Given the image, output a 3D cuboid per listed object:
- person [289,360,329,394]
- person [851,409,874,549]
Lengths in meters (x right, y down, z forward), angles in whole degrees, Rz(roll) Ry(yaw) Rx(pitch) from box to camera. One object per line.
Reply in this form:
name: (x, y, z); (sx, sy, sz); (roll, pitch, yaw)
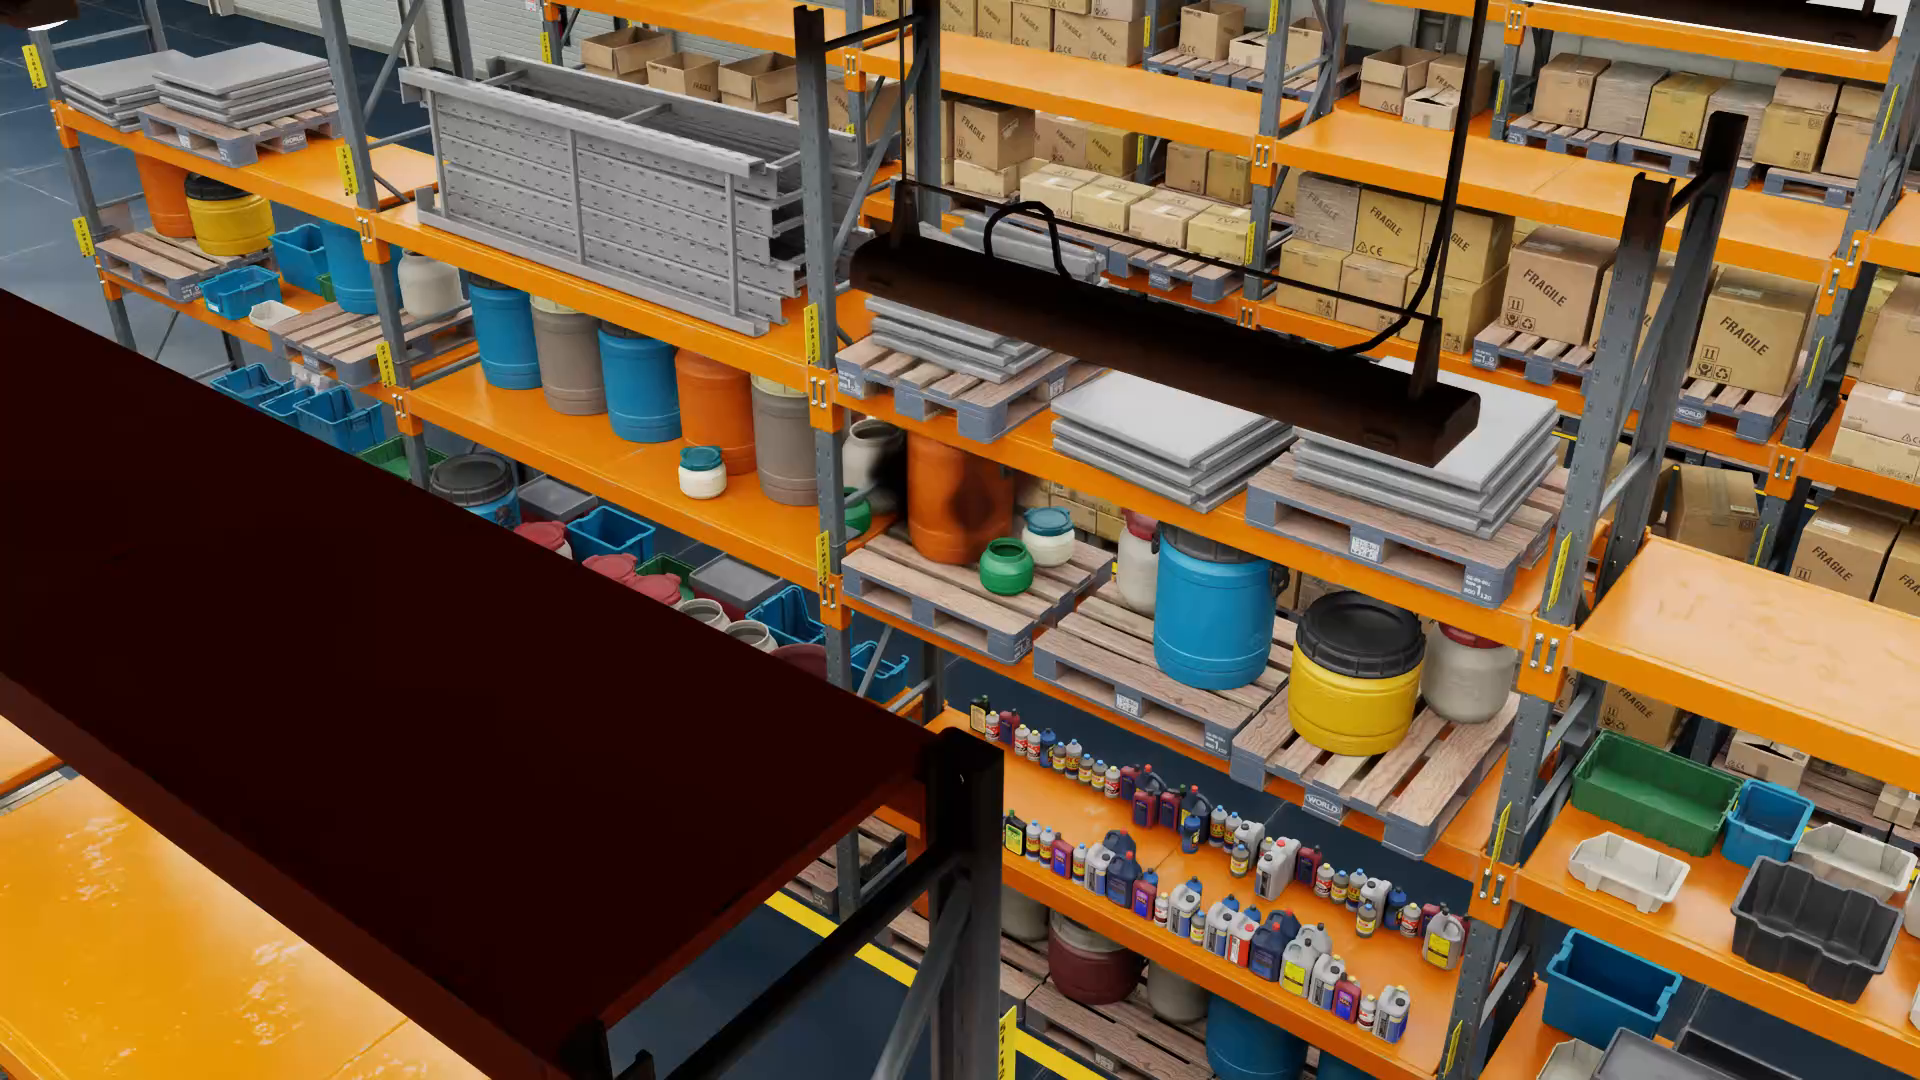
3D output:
person: (-6.394, -1.551, 16.278); (0.581, 1.722, 0.371); (23, 38, 33)
person: (-0.882, -0.558, 14.483); (0.579, 1.756, 0.603); (-11, 33, -17)
